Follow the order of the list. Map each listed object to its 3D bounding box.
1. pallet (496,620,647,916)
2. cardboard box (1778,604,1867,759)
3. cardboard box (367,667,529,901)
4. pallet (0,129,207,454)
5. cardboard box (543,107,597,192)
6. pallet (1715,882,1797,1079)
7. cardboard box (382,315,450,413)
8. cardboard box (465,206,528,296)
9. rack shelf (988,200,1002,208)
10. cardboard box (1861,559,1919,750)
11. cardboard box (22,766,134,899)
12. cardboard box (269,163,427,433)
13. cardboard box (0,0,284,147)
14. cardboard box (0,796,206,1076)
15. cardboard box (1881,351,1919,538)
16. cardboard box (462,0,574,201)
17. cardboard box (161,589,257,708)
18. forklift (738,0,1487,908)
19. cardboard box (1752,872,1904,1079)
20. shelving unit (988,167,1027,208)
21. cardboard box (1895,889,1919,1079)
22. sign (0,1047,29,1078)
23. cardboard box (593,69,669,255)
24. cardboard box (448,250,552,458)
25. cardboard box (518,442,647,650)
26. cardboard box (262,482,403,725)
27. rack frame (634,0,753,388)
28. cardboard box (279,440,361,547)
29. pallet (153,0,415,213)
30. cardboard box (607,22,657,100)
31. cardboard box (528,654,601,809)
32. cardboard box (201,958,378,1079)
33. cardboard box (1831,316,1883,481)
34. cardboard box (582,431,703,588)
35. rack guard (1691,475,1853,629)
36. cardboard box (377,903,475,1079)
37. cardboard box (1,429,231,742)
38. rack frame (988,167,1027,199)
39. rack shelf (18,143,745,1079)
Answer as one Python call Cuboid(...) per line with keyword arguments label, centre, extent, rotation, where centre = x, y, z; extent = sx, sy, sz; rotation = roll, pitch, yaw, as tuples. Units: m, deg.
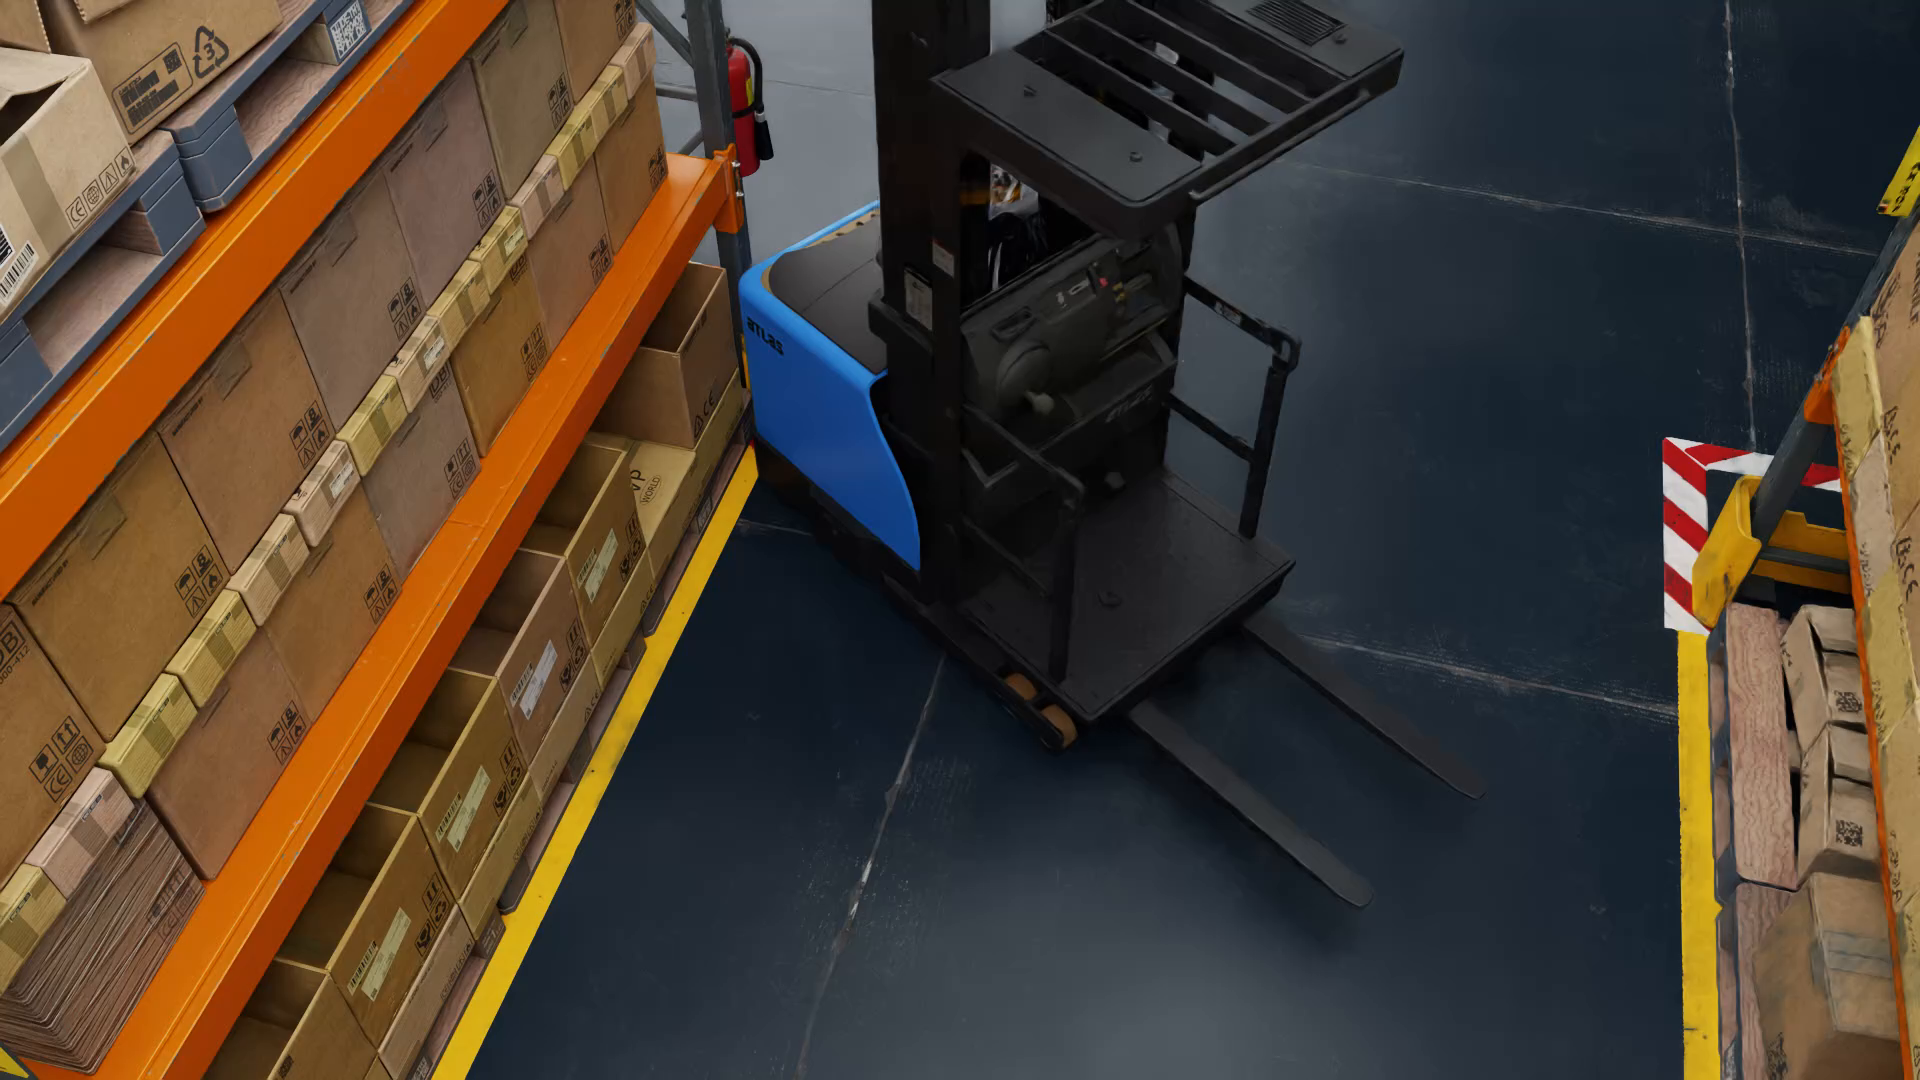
Cuboid(label="pallet", centre=(-1.821, 0.657, 5.948), extent=(1.003, 0.211, 1.213), rotation=(12, 50, 10))
Cuboid(label="cardboard box", centre=(3.174, 0.495, 5.731), extent=(0.500, 0.311, 0.500), rotation=(7, 49, 6))
Cuboid(label="cardboard box", centre=(-1.703, 0.713, 5.093), extent=(0.500, 0.500, 0.500), rotation=(12, 50, 10))
Cuboid(label="pallet", centre=(-2.190, -0.399, 3.078), extent=(1.003, 0.211, 1.213), rotation=(12, 50, 10))
Cuboid(label="cardboard box", centre=(-1.388, -1.266, 5.286), extent=(0.380, 0.149, 0.250), rotation=(11, 49, 9))
Cuboid(label="pallet", centre=(2.852, 1.706, 5.022), extent=(1.003, 0.211, 1.213), rotation=(12, 50, 10))
Cuboid(label="cardboard box", centre=(-1.660, -0.518, 4.626), extent=(0.380, 0.149, 0.250), rotation=(11, 49, 10))
Cuboid(label="cardboard box", centre=(-1.525, -0.894, 4.958), extent=(0.380, 0.149, 0.250), rotation=(13, 50, 11))
Cuboid(label="rack shelf", centre=(0.094, -1.522, 7.883), extent=(0.258, 0.180, 0.103), rotation=(12, 50, 11))
Cuboid(label="cardboard box", centre=(2.746, 0.347, 4.448), extent=(0.500, 0.250, 0.500), rotation=(11, 49, 9))
Cuboid(label="cardboard box", centre=(-2.066, 0.601, 3.638), extent=(0.380, 0.149, 0.250), rotation=(12, 50, 11))
Cuboid(label="cardboard box", centre=(-1.883, -0.687, 4.342), extent=(0.700, 0.500, 0.500), rotation=(12, 50, 10))
Cuboid(label="cardboard box", centre=(-1.835, -1.192, 3.277), extent=(0.797, 0.503, 0.637), rotation=(17, 51, 14))
Cuboid(label="cardboard box", centre=(-2.279, 0.832, 3.868), extent=(0.700, 0.500, 0.500), rotation=(10, 49, 9))
Cuboid(label="cardboard box", centre=(2.888, -0.295, 4.515), extent=(0.500, 0.500, 0.500), rotation=(12, 50, 10))
Cuboid(label="cardboard box", centre=(-1.619, -1.414, 4.984), extent=(0.700, 0.500, 0.500), rotation=(10, 49, 9))
Cuboid(label="cardboard box", centre=(-1.932, 0.224, 3.971), extent=(0.380, 0.149, 0.250), rotation=(11, 50, 10))
Cuboid(label="forklift", centre=(0.525, -0.652, 5.289), extent=(1.130, 2.935, 3.031), rotation=(-34, 57, -26))
Cuboid(label="cardboard box", centre=(2.783, 1.366, 4.837), extent=(0.700, 0.500, 0.500), rotation=(9, 49, 8))
Cuboid(label="shelving unit", centre=(0.073, -1.467, 7.835), extent=(0.258, 0.189, 1.200), rotation=(12, 50, 11))
Cuboid(label="cardboard box", centre=(2.479, 1.077, 3.805), extent=(0.500, 0.250, 0.500), rotation=(11, 50, 10))
Cuboid(label="sign", centre=(-1.864, 0.930, 3.128), extent=(0.100, 0.325, 0.005), rotation=(12, 50, 10))
Cuboid(label="cardboard box", centre=(-1.472, -1.404, 5.841), extent=(0.700, 0.500, 0.500), rotation=(12, 50, 10))
Cuboid(label="cardboard box", centre=(-1.742, -0.666, 5.189), extent=(0.700, 0.500, 0.500), rotation=(12, 50, 10))
Cuboid(label="cardboard box", centre=(-1.440, -0.011, 5.731), extent=(0.500, 0.500, 0.500), rotation=(12, 50, 10))
Cuboid(label="cardboard box", centre=(-2.011, 0.087, 4.525), extent=(0.700, 0.500, 0.500), rotation=(12, 50, 11))
Cuboid(label="rack frame", centre=(-1.337, -1.706, 6.174), extent=(1.000, 3.000, 0.127), rotation=(12, 50, 10))
Cuboid(label="cardboard box", centre=(-1.797, -0.150, 4.301), extent=(0.380, 0.149, 0.250), rotation=(10, 49, 9))
Cuboid(label="pallet", centre=(-1.867, -1.278, 3.855), extent=(1.003, 0.211, 1.213), rotation=(12, 50, 10))
Cuboid(label="cardboard box", centre=(-1.254, -1.640, 5.616), extent=(0.380, 0.149, 0.250), rotation=(11, 49, 9))
Cuboid(label="cardboard box", centre=(-1.576, 0.598, 5.694), extent=(0.500, 0.250, 0.500), rotation=(12, 50, 10))
Cuboid(label="cardboard box", centre=(-1.966, 1.436, 4.455), extent=(0.500, 0.500, 0.500), rotation=(12, 50, 10))
Cuboid(label="cardboard box", centre=(3.008, -0.398, 5.106), extent=(0.500, 0.250, 0.500), rotation=(10, 49, 9))
Cuboid(label="cardboard box", centre=(-1.313, -0.125, 6.333), extent=(0.500, 0.250, 0.500), rotation=(12, 50, 10))
Cuboid(label="rack guard", centre=(3.423, 0.150, 6.203), extent=(1.175, 0.500, 0.348), rotation=(12, 50, 10))
Cuboid(label="cardboard box", centre=(-1.839, 1.321, 5.056), extent=(0.500, 0.250, 0.500), rotation=(12, 50, 10))
Cuboid(label="cardboard box", centre=(-2.147, 0.036, 3.704), extent=(0.700, 0.500, 0.500), rotation=(11, 50, 10))
Cuboid(label="rack frame", centre=(0.073, -1.407, 7.903), extent=(0.240, 0.006, 1.200), rotation=(12, 50, 11))
Cuboid(label="rack shelf", centre=(-1.863, -0.022, 5.167), extent=(1.077, 0.370, 4.000), rotation=(12, 50, 10))
